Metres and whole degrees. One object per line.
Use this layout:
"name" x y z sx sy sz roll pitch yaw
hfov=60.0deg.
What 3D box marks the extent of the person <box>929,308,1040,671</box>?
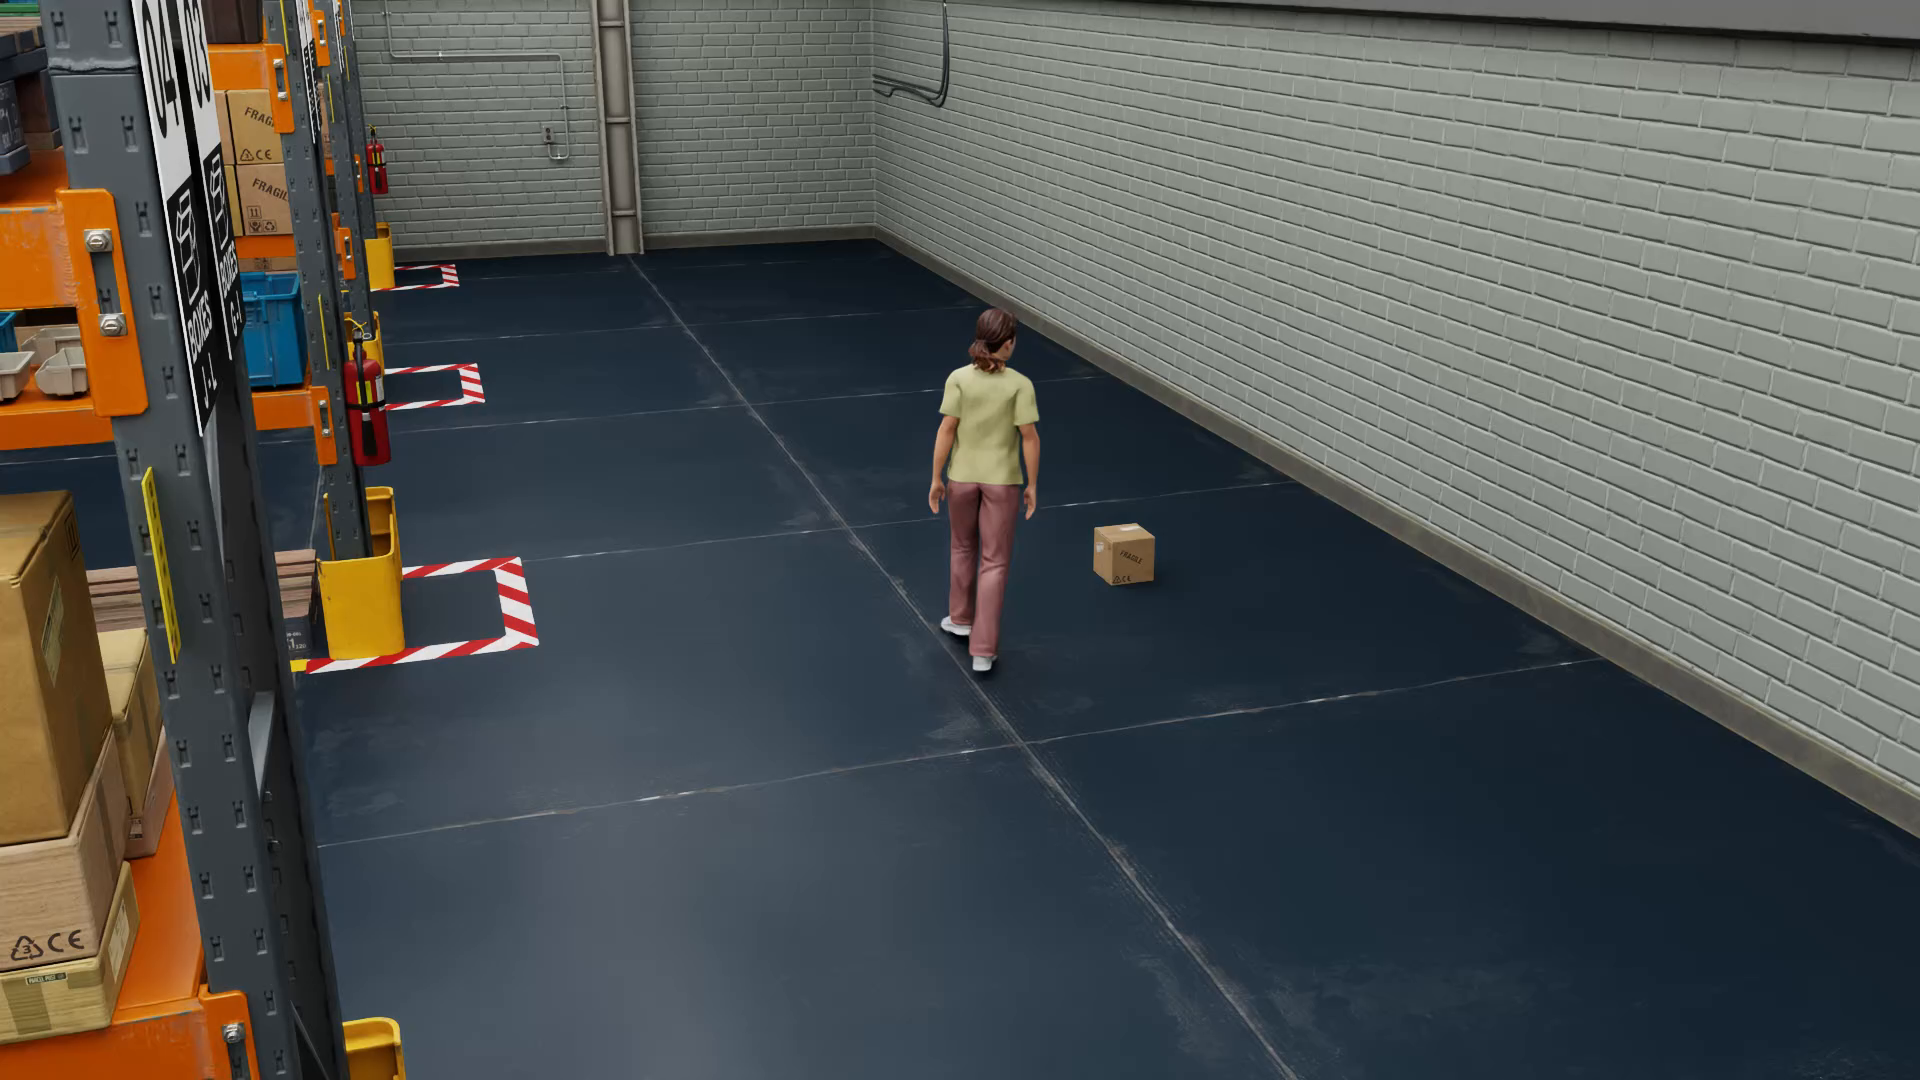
"person" 0.103 -0.241 7.793 0.549 1.689 0.685 5 20 13
